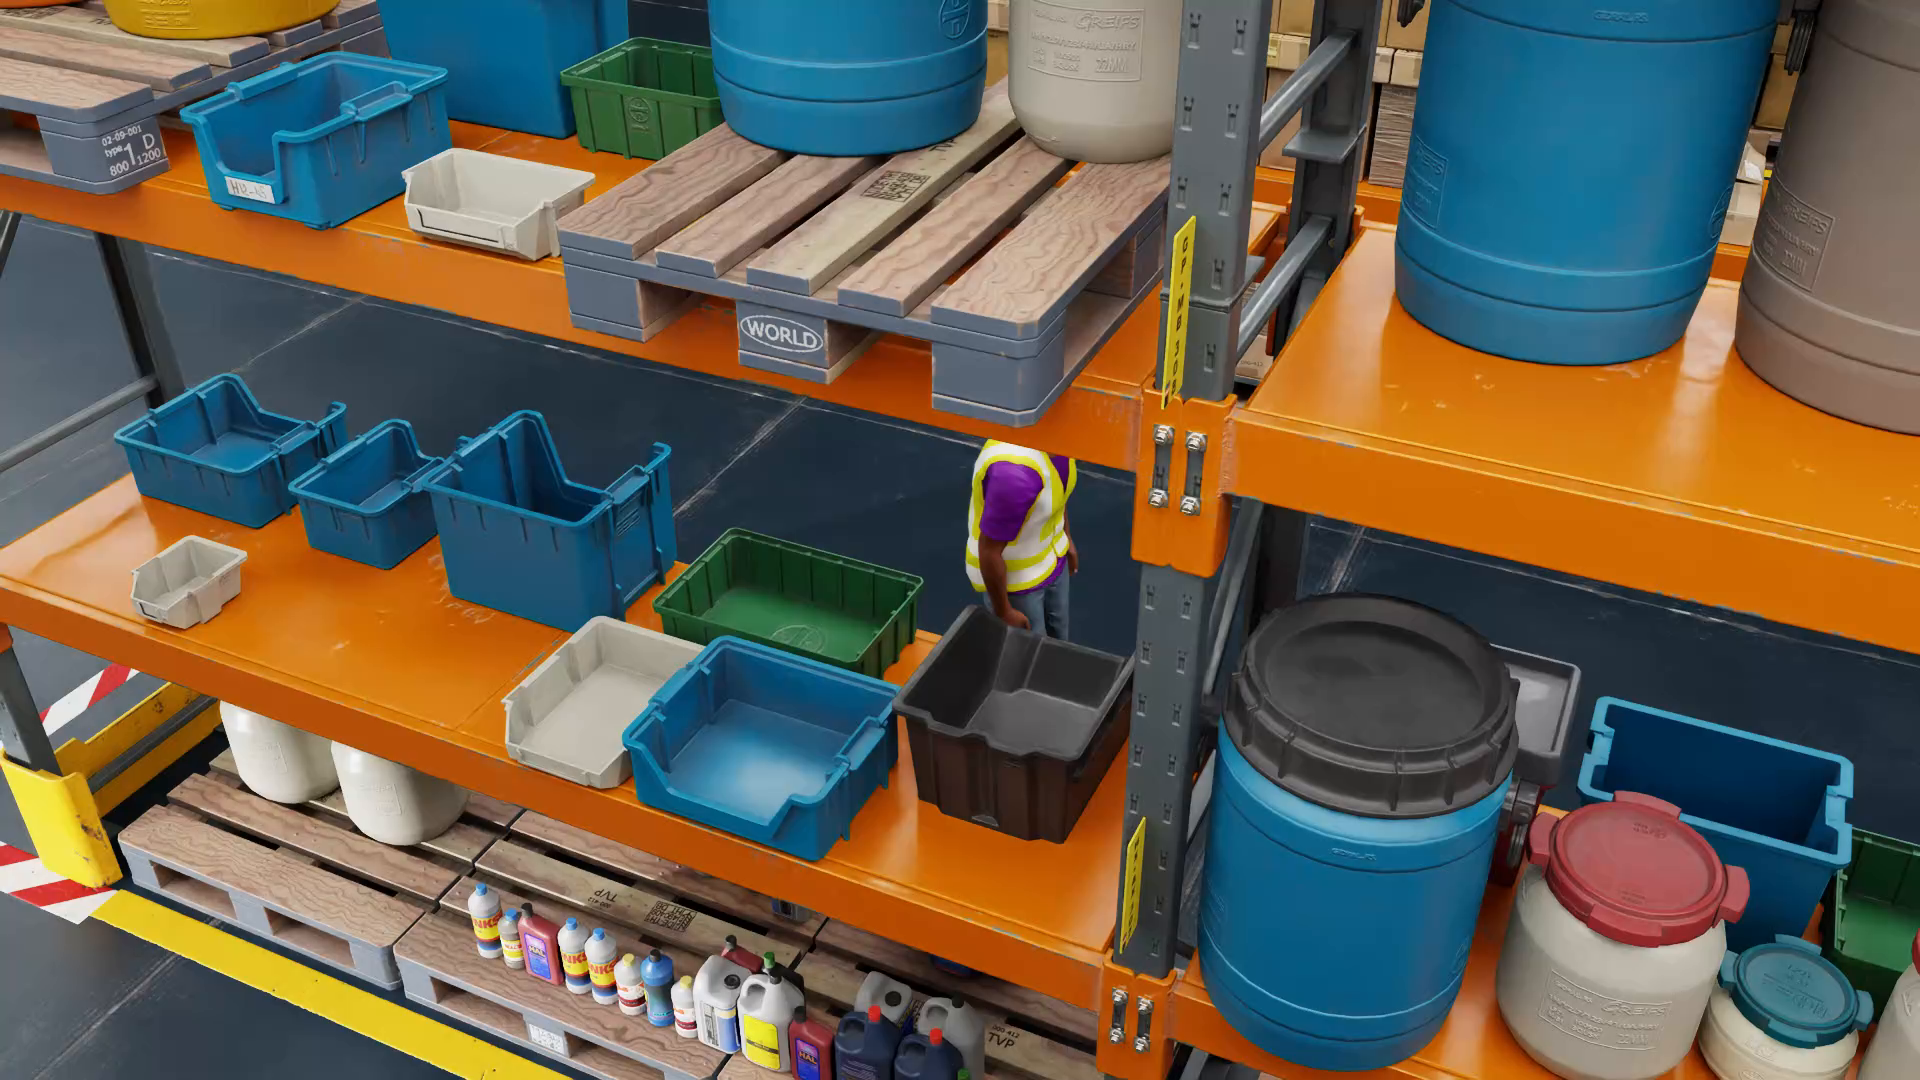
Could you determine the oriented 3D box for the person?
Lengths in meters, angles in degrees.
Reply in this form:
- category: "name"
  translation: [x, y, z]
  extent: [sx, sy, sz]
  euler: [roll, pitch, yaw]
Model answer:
- category: "person"
  translation: [0.265, 0.115, 5.951]
  extent: [0.459, 1.760, 0.625]
  euler: [14, 36, 20]
